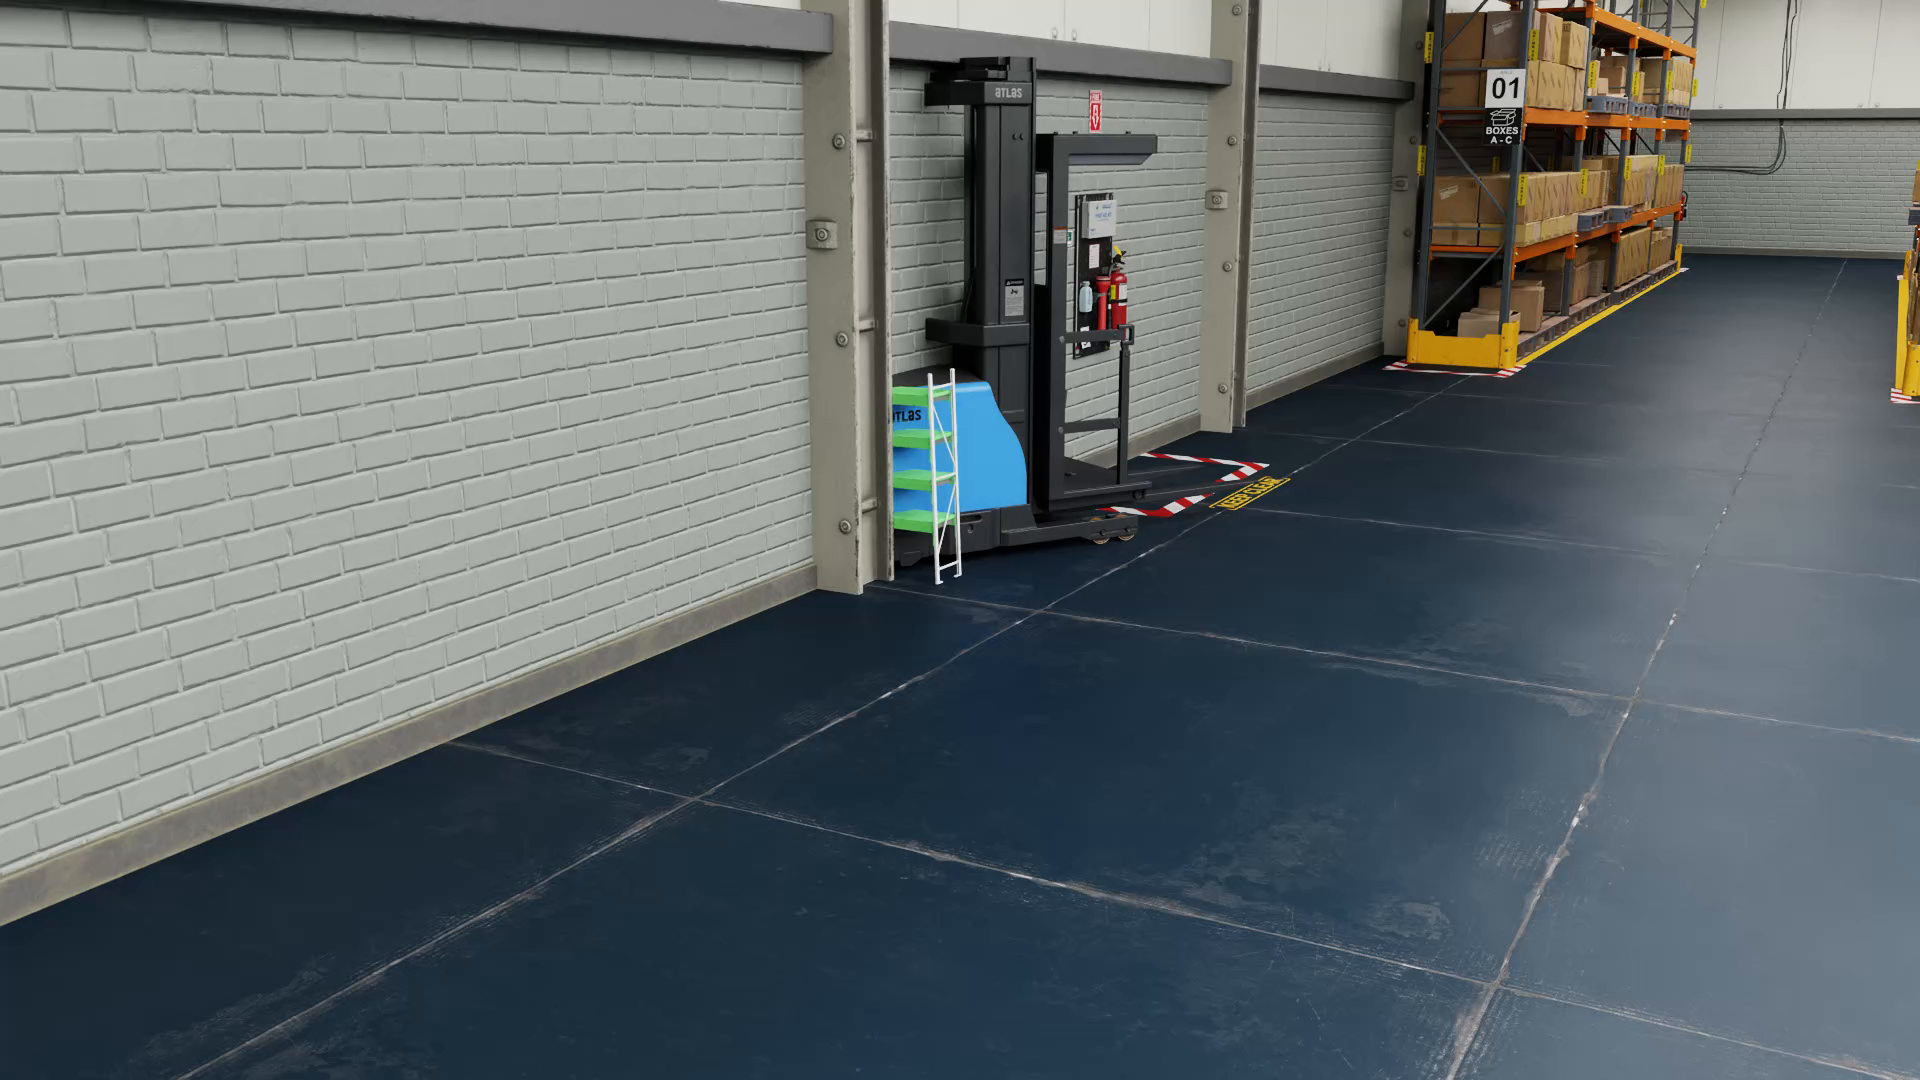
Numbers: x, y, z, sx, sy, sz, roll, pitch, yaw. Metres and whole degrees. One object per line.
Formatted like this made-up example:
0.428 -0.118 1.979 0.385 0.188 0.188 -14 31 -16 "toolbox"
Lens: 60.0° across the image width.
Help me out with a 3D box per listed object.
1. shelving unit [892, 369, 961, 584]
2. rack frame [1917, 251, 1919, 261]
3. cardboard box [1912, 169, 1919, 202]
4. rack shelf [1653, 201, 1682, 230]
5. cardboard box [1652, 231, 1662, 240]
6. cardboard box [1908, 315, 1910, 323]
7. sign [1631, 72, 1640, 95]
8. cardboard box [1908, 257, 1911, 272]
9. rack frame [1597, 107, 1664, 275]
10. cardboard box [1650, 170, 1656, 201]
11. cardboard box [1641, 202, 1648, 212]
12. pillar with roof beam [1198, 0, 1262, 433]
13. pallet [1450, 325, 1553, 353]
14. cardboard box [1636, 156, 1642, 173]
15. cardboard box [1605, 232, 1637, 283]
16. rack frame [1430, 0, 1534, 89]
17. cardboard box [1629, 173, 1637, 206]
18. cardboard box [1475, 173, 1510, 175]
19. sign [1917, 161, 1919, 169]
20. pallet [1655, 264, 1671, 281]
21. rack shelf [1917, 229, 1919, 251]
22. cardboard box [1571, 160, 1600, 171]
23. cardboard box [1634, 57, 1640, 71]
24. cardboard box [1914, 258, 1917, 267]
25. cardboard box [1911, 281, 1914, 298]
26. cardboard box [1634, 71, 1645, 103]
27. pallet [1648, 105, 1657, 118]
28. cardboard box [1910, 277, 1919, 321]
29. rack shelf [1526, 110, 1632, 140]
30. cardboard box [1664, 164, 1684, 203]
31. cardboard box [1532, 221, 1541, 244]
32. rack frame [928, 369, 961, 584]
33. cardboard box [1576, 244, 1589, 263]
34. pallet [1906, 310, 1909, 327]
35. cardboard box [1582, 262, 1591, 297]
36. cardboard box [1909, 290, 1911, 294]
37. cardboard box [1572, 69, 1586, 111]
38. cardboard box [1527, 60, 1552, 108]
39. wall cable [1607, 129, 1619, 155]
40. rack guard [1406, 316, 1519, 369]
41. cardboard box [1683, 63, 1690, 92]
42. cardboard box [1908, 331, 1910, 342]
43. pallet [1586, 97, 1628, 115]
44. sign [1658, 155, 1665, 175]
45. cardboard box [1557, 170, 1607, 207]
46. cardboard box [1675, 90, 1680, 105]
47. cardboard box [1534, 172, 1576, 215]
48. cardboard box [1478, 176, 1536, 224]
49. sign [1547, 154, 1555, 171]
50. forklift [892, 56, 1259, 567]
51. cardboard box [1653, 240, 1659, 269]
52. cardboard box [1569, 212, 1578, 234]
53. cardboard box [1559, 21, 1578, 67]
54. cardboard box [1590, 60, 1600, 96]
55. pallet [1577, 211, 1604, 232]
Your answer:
-0.287 -0.382 9.547 0.503 1.200 0.258 7 16 34 "shelving unit"
13.818 -4.512 22.849 1.000 3.000 0.127 7 15 28 "rack frame"
15.327 -5.514 25.894 0.700 0.500 0.500 2 14 9 "cardboard box"
12.381 -5.954 30.364 1.077 0.370 4.000 7 15 28 "rack shelf"
12.443 -5.496 29.984 0.380 0.149 0.250 7 15 26 "cardboard box"
12.078 -2.780 20.637 0.500 0.250 0.500 7 15 27 "cardboard box"
9.954 -6.720 24.505 0.100 0.325 0.005 7 15 28 "sign"
16.691 -4.746 28.747 0.500 0.250 0.500 7 15 28 "cardboard box"
11.414 -5.893 28.578 1.000 3.000 0.127 7 15 28 "rack frame"
11.411 -5.973 28.017 0.500 0.500 0.500 7 15 27 "cardboard box"
11.156 -5.516 27.506 0.380 0.149 0.250 7 15 28 "cardboard box"
6.062 -4.870 11.536 9.100 9.000 0.400 7 15 28 "pillar with roof beam"
6.664 -2.503 20.466 1.003 0.211 1.213 7 15 28 "pallet"
10.423 -5.917 26.187 0.500 0.250 0.500 7 15 28 "cardboard box"
10.380 -4.547 26.683 0.750 0.750 0.750 7 15 28 "cardboard box"
5.613 -6.348 17.663 1.000 3.000 0.127 7 15 28 "rack frame"
10.200 -5.452 25.859 0.500 0.500 0.500 8 16 30 "cardboard box"
6.396 -4.165 20.088 0.500 0.500 0.500 8 16 29 "cardboard box"
17.211 -6.636 29.810 0.100 0.325 0.005 7 15 28 "sign"
12.439 -4.936 30.557 1.003 0.211 1.213 7 15 28 "pallet"
12.852 -3.752 21.231 1.077 0.370 4.000 7 15 28 "rack shelf"
9.197 -5.508 24.446 0.380 0.149 0.250 5 14 19 "cardboard box"
10.874 -7.813 27.388 0.500 0.250 0.500 9 16 32 "cardboard box"
14.564 -3.944 24.886 0.500 0.500 0.500 7 15 26 "cardboard box"
12.319 -3.157 21.001 0.500 0.311 0.500 7 15 28 "cardboard box"
10.680 -7.324 26.961 0.700 0.500 0.500 7 15 27 "cardboard box"
11.014 -7.065 27.445 0.805 0.209 1.217 7 15 26 "pallet"
10.903 -2.658 18.531 0.500 0.500 0.500 7 15 28 "cardboard box"
8.513 -5.771 23.204 1.077 0.370 4.000 7 15 28 "rack shelf"
13.110 -6.754 31.508 0.980 0.700 0.700 8 16 31 "cardboard box"
6.365 -3.540 19.096 0.500 0.250 0.500 7 15 26 "cardboard box"
-0.085 -0.357 9.411 0.015 1.200 0.240 7 16 34 "rack frame"
8.847 -4.172 24.234 0.500 0.250 0.500 8 16 29 "cardboard box"
13.386 -2.992 22.493 1.003 0.211 1.213 7 15 28 "pallet"
8.827 -3.825 24.394 0.700 0.500 0.500 7 15 28 "cardboard box"
13.308 -3.305 22.814 0.500 0.250 0.500 7 15 28 "cardboard box"
7.518 -5.636 20.856 0.500 0.500 0.500 8 16 30 "cardboard box"
6.284 -5.094 18.607 0.500 0.500 0.500 9 16 32 "cardboard box"
13.139 -7.578 33.397 0.084 1.984 1.851 7 15 28 "wall cable"
5.650 -2.232 18.723 1.175 0.500 0.348 7 15 28 "rack guard"
12.981 -8.434 30.327 0.500 0.500 0.500 8 16 30 "cardboard box"
10.666 -2.191 18.191 0.500 0.250 0.500 7 15 28 "cardboard box"
8.437 -5.946 22.799 1.213 0.211 1.003 7 15 28 "pallet"
11.894 -6.358 28.205 0.100 0.325 0.005 7 15 28 "sign"
9.015 -5.120 24.217 0.700 0.500 0.500 6 15 23 "cardboard box"
12.479 -7.852 29.514 0.500 0.250 0.500 7 15 26 "cardboard box"
7.353 -4.318 20.722 0.500 0.500 0.500 7 15 28 "cardboard box"
6.107 -3.796 18.558 0.500 0.500 0.500 7 15 28 "cardboard box"
8.993 -5.698 25.296 0.100 0.325 0.005 7 15 28 "sign"
0.543 -1.498 10.493 3.031 2.935 1.130 -8 16 -29 "forklift"
12.111 -5.127 29.836 0.700 0.500 0.500 7 15 27 "cardboard box"
7.583 -4.057 21.239 0.500 0.250 0.500 7 15 28 "cardboard box"
7.043 -5.899 19.812 0.500 0.500 0.500 7 15 26 "cardboard box"
8.477 -6.319 22.834 0.500 0.500 0.500 7 15 26 "cardboard box"
8.043 -4.299 22.374 1.003 0.211 1.213 7 15 28 "pallet"
